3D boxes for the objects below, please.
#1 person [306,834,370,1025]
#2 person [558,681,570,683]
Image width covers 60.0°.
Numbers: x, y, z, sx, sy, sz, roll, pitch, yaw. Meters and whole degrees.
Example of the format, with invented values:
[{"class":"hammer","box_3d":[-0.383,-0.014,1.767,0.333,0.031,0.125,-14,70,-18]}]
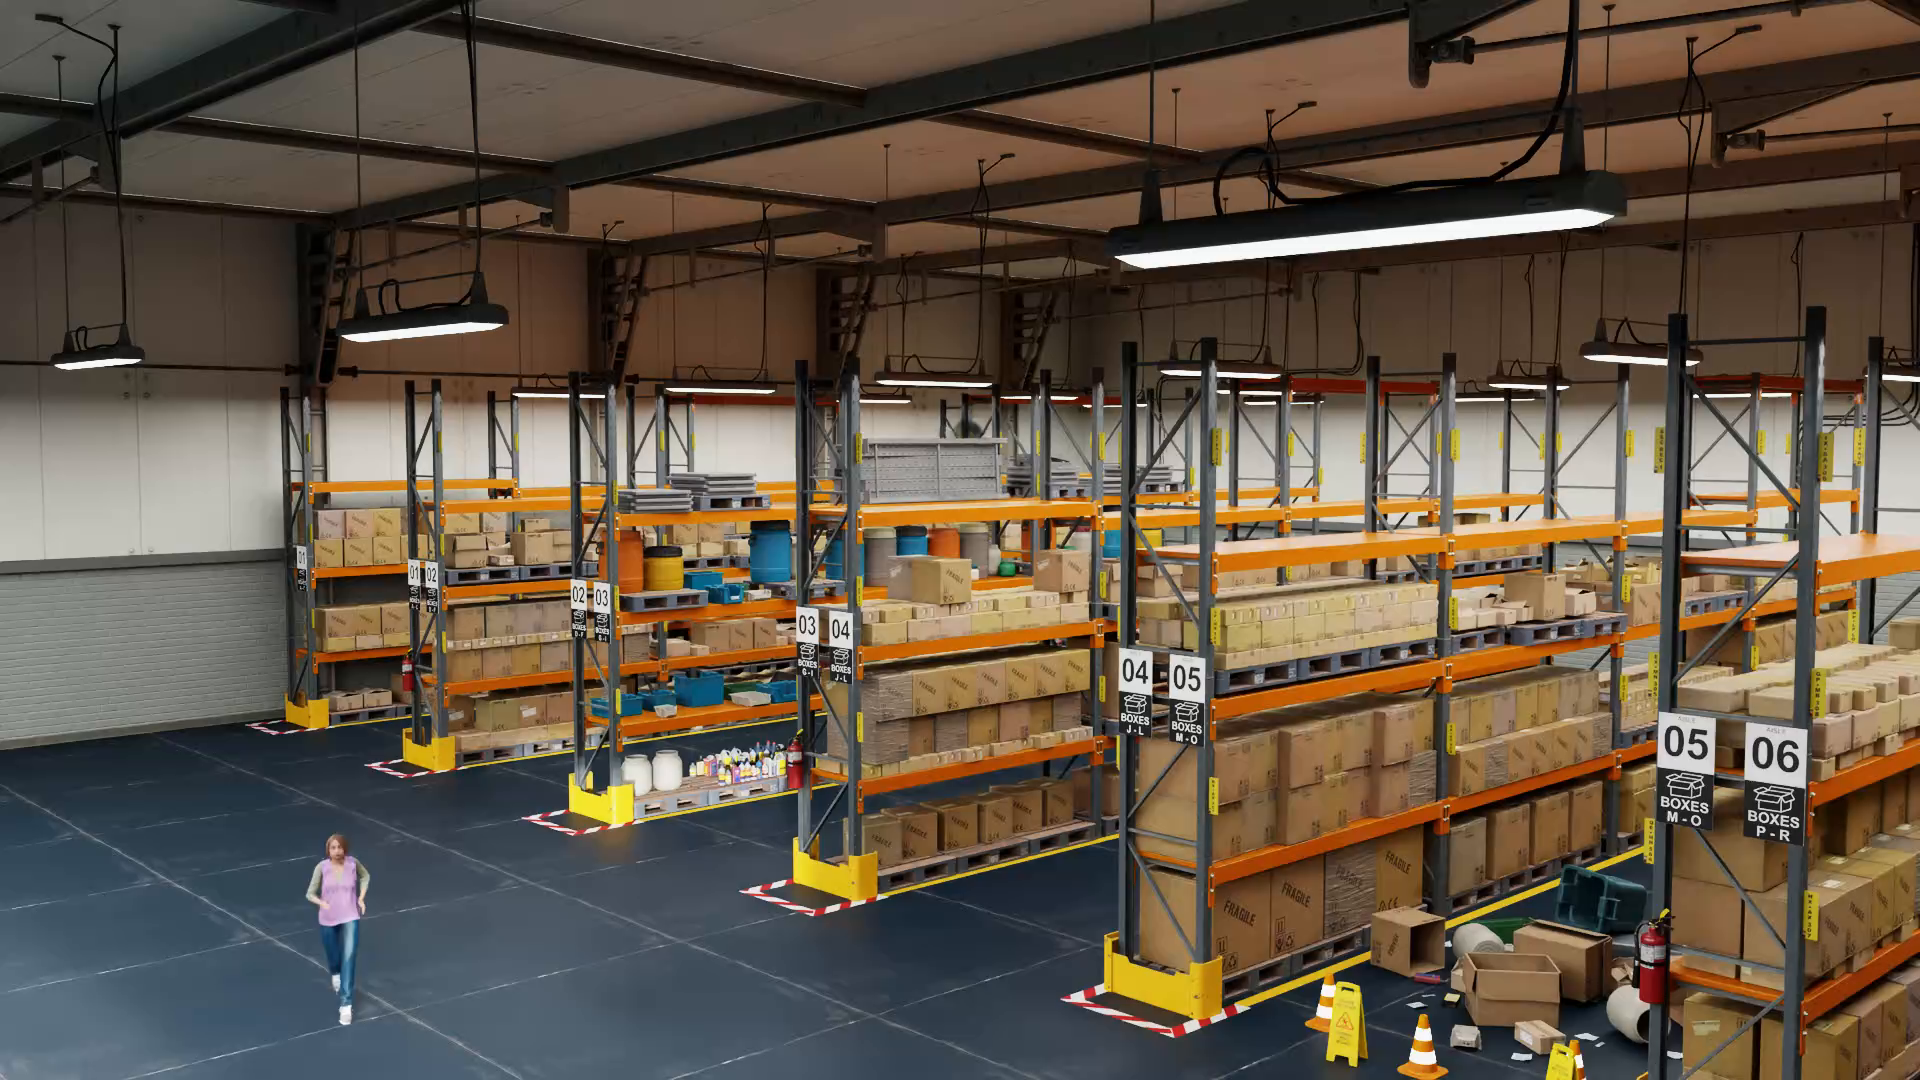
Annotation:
[{"class":"person","box_3d":[-5.543,3.421,14.847,0.538,1.580,0.877,-1,4,-21]},{"class":"person","box_3d":[-6.891,2.401,29.476,0.676,1.754,0.683,3,5,36]}]
